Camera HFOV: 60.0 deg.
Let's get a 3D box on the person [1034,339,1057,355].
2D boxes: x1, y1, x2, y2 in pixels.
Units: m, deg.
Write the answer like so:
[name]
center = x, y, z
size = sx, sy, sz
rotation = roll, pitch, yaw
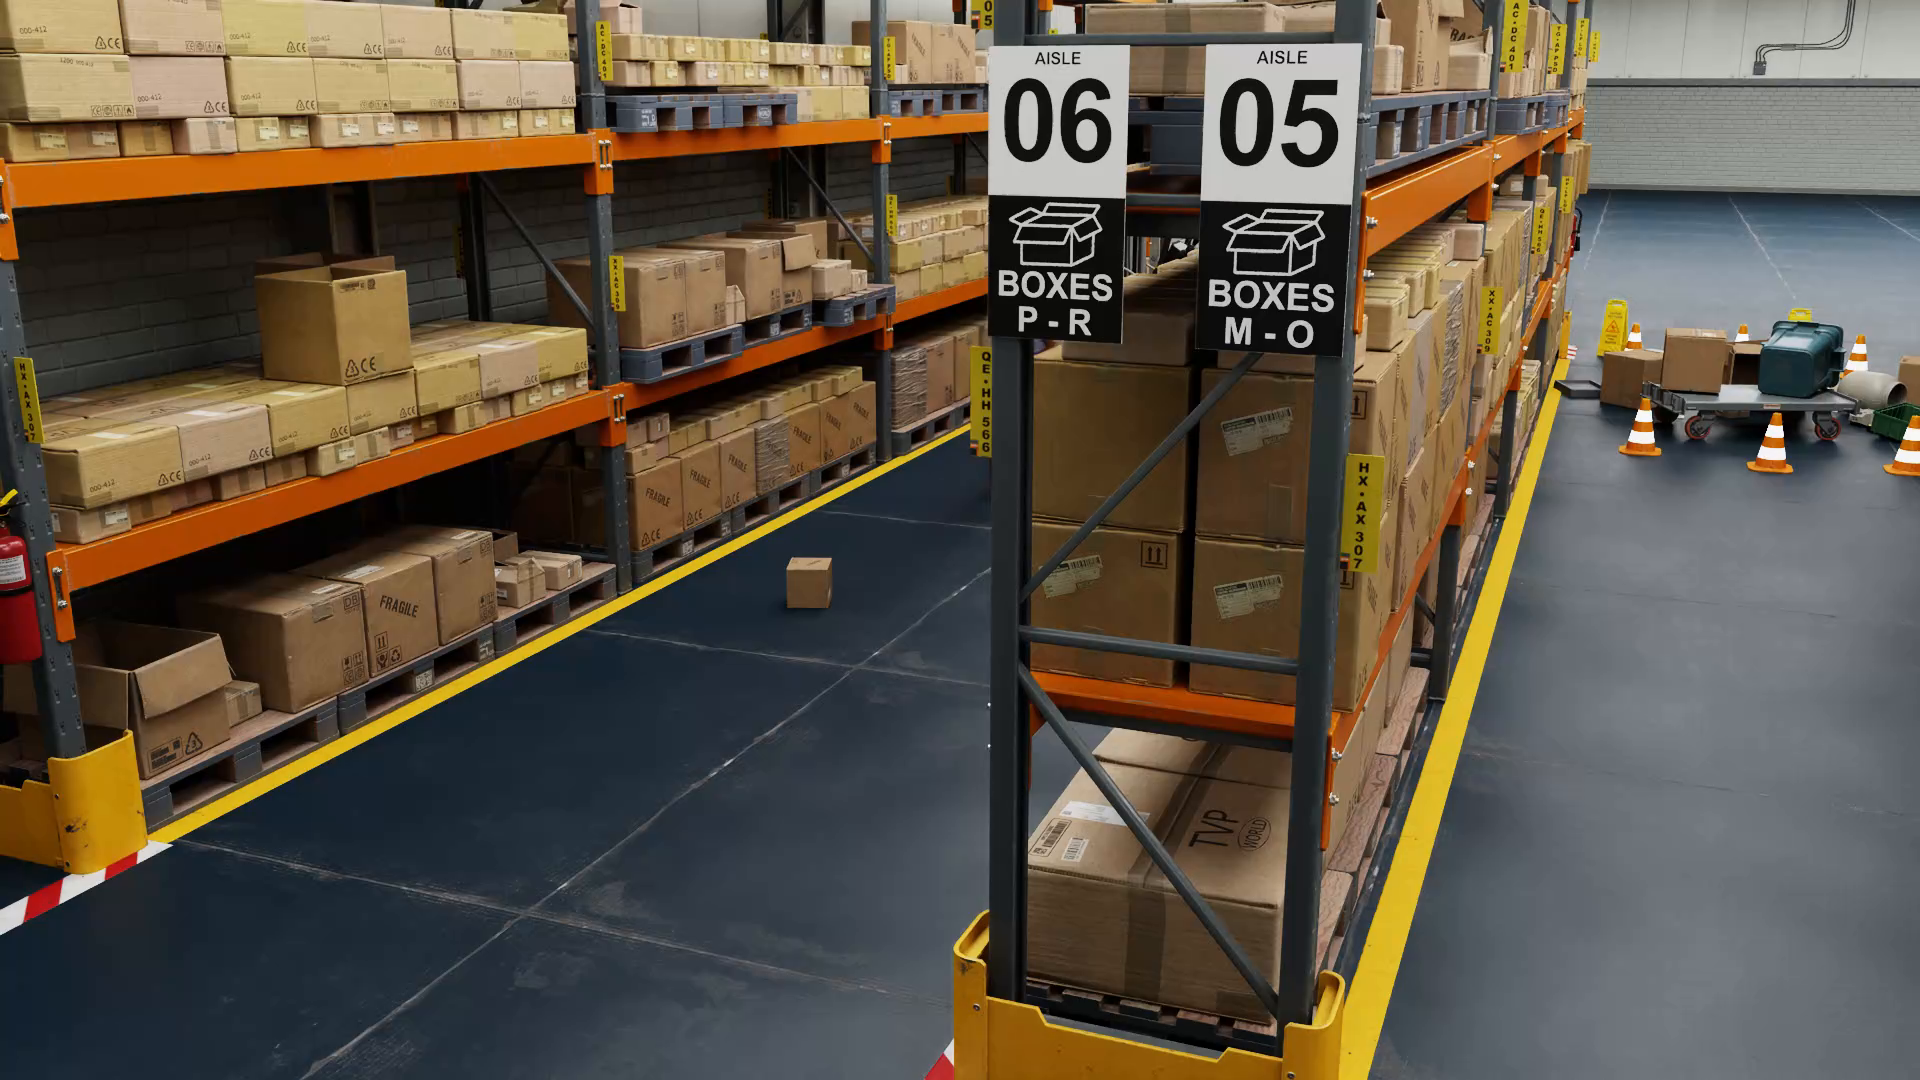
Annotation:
[person]
center = 0.554, -1.307, 13.248
size = 0.475, 1.684, 0.439
rotation = 6, 17, 20
